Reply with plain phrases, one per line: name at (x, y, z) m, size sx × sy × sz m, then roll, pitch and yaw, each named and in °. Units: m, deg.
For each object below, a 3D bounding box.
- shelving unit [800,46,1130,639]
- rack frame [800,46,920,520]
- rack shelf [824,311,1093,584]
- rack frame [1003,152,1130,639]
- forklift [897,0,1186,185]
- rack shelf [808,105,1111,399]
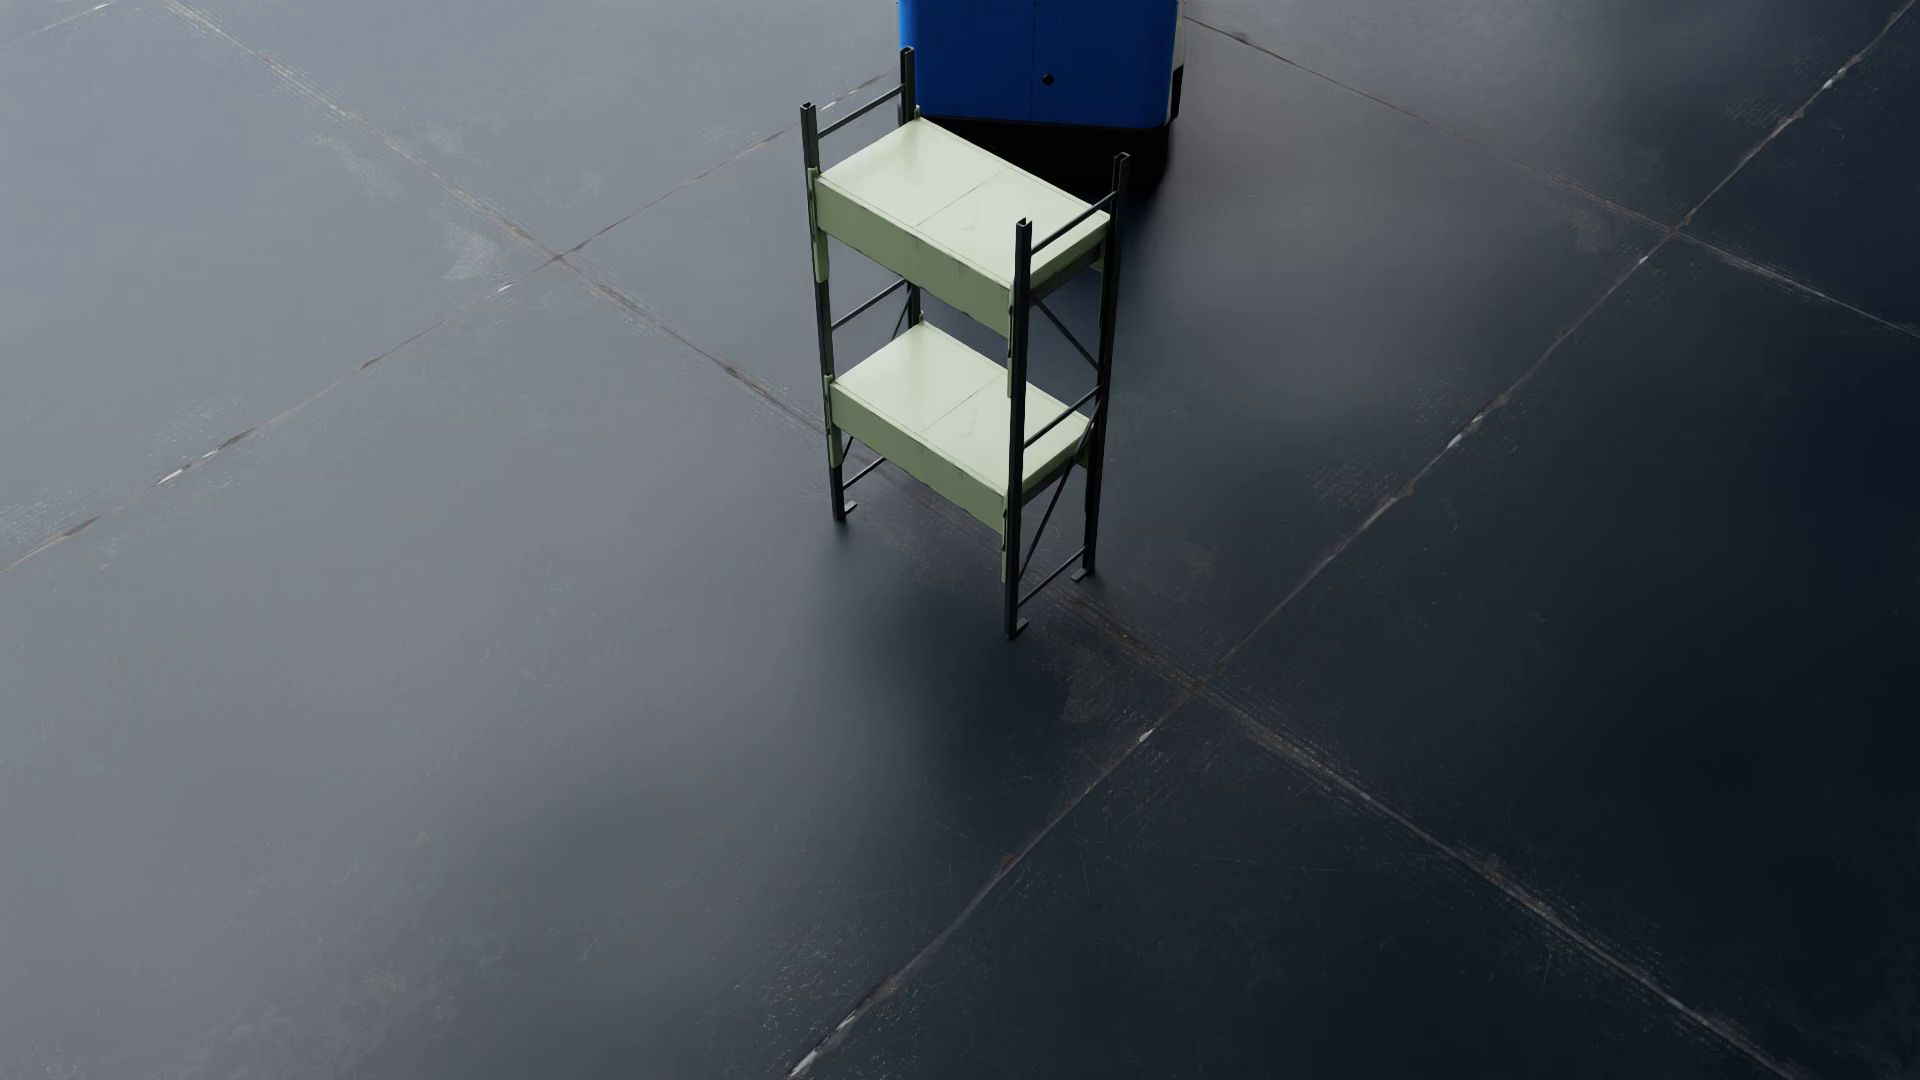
shelving unit at (0.005, -0.510, 4.700) m, size 0.755 × 1.500 × 0.431 m, roll 34°, pitch 55°, yaw 28°
rack frame at (-0.264, -0.691, 4.870) m, size 0.023 × 1.500 × 0.400 m, roll 34°, pitch 55°, yaw 28°
rack shelf at (0.005, -0.287, 4.938) m, size 0.720 × 0.370 × 0.431 m, roll 34°, pitch 55°, yaw 28°
rack frame at (0.274, -0.329, 4.530) m, size 0.023 × 1.500 × 0.400 m, roll 34°, pitch 55°, yaw 28°
forklift at (0.451, -3.464, 6.492) m, size 1.130 × 2.935 × 3.031 m, roll 5°, pitch 47°, yaw 5°
rack shelf at (0.005, -0.777, 4.416) m, size 0.720 × 0.370 × 0.431 m, roll 34°, pitch 55°, yaw 28°
